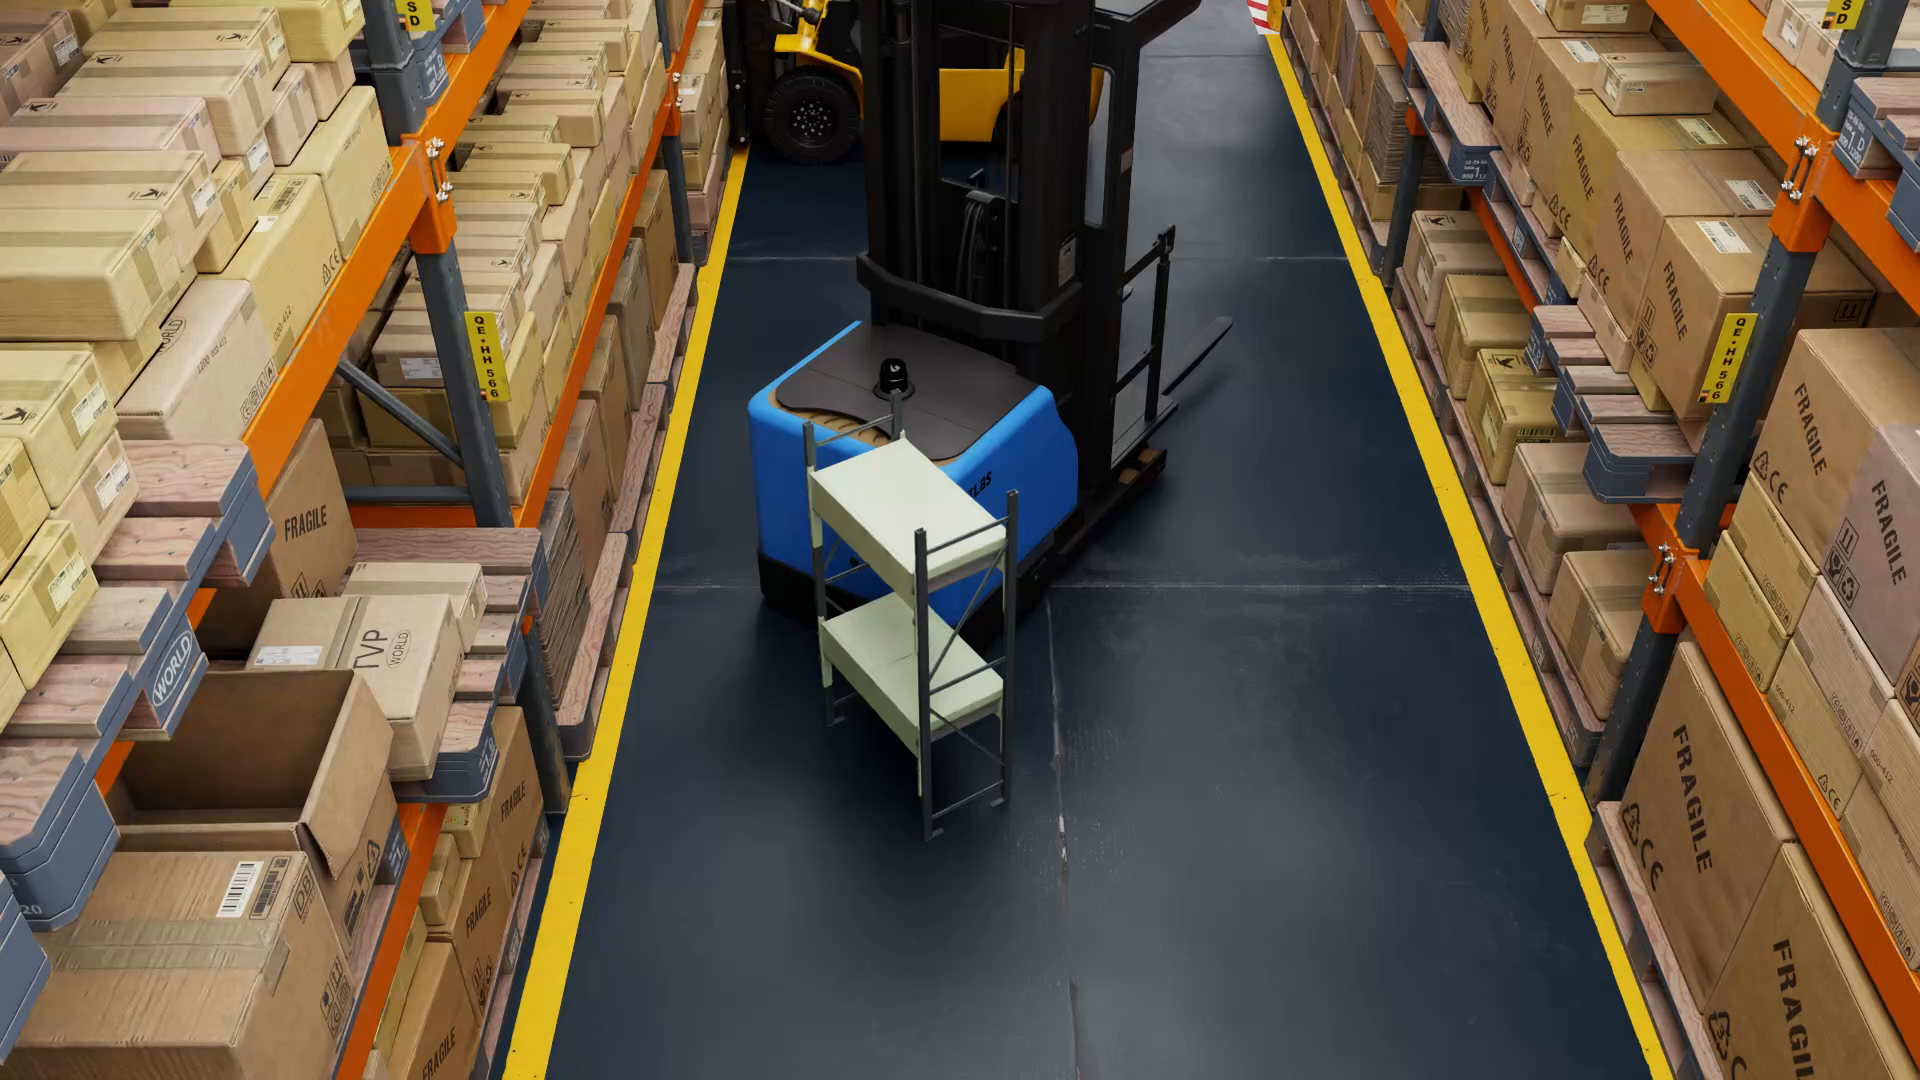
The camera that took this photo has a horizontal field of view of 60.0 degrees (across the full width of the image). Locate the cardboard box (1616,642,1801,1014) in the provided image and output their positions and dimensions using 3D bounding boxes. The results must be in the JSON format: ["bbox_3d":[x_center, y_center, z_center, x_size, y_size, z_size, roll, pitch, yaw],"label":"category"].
[{"bbox_3d":[2.860,0.947,5.533,0.875,0.875,0.875,0,39,0],"label":"cardboard box"}]

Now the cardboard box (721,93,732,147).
[{"bbox_3d":[-1.728,-2.678,10.556,0.500,0.250,0.500,1,39,1],"label":"cardboard box"}]

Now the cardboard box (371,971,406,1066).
[{"bbox_3d":[-1.824,1.379,4.774,0.380,0.149,0.250,-1,39,-1],"label":"cardboard box"}]

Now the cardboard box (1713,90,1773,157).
[{"bbox_3d":[3.158,-1.409,6.455,0.500,0.500,0.500,1,39,1],"label":"cardboard box"}]

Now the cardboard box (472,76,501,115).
[{"bbox_3d":[-2.302,-1.829,7.354,0.500,0.250,0.500,-1,39,-1],"label":"cardboard box"}]

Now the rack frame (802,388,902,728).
[{"bbox_3d":[-0.383,0.109,6.414,0.400,1.500,0.023,-23,44,-26],"label":"rack frame"}]

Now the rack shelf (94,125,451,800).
[{"bbox_3d":[-2.019,0.217,3.258,1.077,0.370,4.000,0,39,0],"label":"rack shelf"}]

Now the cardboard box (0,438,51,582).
[{"bbox_3d":[-1.649,-0.027,2.534,0.380,0.149,0.250,0,39,0],"label":"cardboard box"}]

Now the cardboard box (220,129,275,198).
[{"bbox_3d":[-1.825,-0.864,3.832,0.380,0.149,0.250,1,39,1],"label":"cardboard box"}]

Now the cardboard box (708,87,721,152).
[{"bbox_3d":[-1.720,-2.549,9.996,0.500,0.250,0.500,0,39,0],"label":"cardboard box"}]

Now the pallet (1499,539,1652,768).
[{"bbox_3d":[2.943,0.449,7.020,1.003,0.211,1.213,0,39,0],"label":"pallet"}]

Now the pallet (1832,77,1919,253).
[{"bbox_3d":[2.996,-0.844,4.157,1.213,0.211,1.003,2,39,2],"label":"pallet"}]

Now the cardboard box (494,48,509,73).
[{"bbox_3d":[-2.272,-2.234,7.540,0.380,0.149,0.250,0,39,0],"label":"cardboard box"}]

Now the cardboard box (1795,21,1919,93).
[{"bbox_3d":[2.732,-1.419,4.925,0.380,0.149,0.250,0,39,0],"label":"cardboard box"}]

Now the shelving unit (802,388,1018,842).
[{"bbox_3d":[-0.179,0.299,6.177,0.431,1.500,0.755,-23,44,-26],"label":"shelving unit"}]

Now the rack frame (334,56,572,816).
[{"bbox_3d":[-2.021,-0.144,5.531,1.000,3.000,0.127,0,39,0],"label":"rack frame"}]

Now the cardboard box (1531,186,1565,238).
[{"bbox_3d":[2.626,-1.390,6.951,0.380,0.149,0.250,-1,39,-1],"label":"cardboard box"}]

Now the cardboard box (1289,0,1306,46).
[{"bbox_3d":[2.657,-3.739,11.880,0.500,0.250,0.500,0,39,0],"label":"cardboard box"}]

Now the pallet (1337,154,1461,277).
[{"bbox_3d":[2.902,-1.983,10.056,1.003,0.211,1.213,0,39,0],"label":"pallet"}]

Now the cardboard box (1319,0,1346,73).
[{"bbox_3d":[2.655,-3.376,10.828,0.500,0.500,0.500,1,39,1],"label":"cardboard box"}]

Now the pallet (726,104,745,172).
[{"bbox_3d":[-1.989,-2.820,11.100,1.003,0.211,1.213,0,39,0],"label":"pallet"}]

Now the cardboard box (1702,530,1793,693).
[{"bbox_3d":[2.691,0.215,5.203,0.500,0.250,0.500,-1,39,-1],"label":"cardboard box"}]

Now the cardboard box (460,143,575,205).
[{"bbox_3d":[-1.739,-1.443,6.553,0.380,0.149,0.250,1,39,1],"label":"cardboard box"}]

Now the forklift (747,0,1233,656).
[{"bbox_3d":[0.347,-1.472,7.244,1.130,2.935,3.031,22,44,25],"label":"forklift"}]

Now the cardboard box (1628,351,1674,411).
[{"bbox_3d":[2.634,-0.588,5.951,0.380,0.149,0.250,1,39,1],"label":"cardboard box"}]

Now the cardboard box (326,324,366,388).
[{"bbox_3d":[-2.224,-0.640,5.551,0.380,0.149,0.250,1,39,1],"label":"cardboard box"}]

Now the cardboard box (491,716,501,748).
[{"bbox_3d":[-1.767,0.723,5.594,0.380,0.149,0.250,-2,39,-2],"label":"cardboard box"}]

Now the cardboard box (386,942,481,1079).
[{"bbox_3d":[-1.813,1.572,5.053,0.500,0.500,0.500,2,39,2],"label":"cardboard box"}]

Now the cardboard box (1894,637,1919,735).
[{"bbox_3d":[2.694,0.363,4.019,0.500,0.500,0.500,1,39,1],"label":"cardboard box"}]

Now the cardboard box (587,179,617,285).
[{"bbox_3d":[-1.780,-1.324,7.124,0.500,0.250,0.500,1,39,1],"label":"cardboard box"}]

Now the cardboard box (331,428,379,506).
[{"bbox_3d":[-2.278,-0.367,5.929,0.500,0.250,0.500,-1,39,-1],"label":"cardboard box"}]

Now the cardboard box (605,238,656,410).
[{"bbox_3d":[-2.021,-1.071,8.251,0.875,0.625,0.625,0,39,0],"label":"cardboard box"}]

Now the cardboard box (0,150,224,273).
[{"bbox_3d":[-1.726,-0.659,3.339,0.380,0.149,0.250,-1,39,-1],"label":"cardboard box"}]

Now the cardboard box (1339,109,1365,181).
[{"bbox_3d":[2.658,-2.445,10.265,0.500,0.250,0.500,-1,39,-1],"label":"cardboard box"}]

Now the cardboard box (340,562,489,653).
[{"bbox_3d":[-1.637,0.200,4.966,0.380,0.149,0.250,1,39,1],"label":"cardboard box"}]

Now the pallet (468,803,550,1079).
[{"bbox_3d":[-2.058,1.411,5.821,1.003,0.211,1.213,0,39,0],"label":"pallet"}]

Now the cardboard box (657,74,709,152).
[{"bbox_3d":[-1.713,-2.429,9.446,0.500,0.250,0.500,-1,39,-1],"label":"cardboard box"}]

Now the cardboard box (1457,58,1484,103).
[{"bbox_3d":[2.614,-2.215,7.981,0.380,0.149,0.250,1,39,1],"label":"cardboard box"}]

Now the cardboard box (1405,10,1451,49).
[{"bbox_3d":[2.633,-2.754,8.989,0.380,0.149,0.250,0,39,-1],"label":"cardboard box"}]

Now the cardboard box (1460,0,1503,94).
[{"bbox_3d":[2.653,-2.364,7.647,0.500,0.500,0.500,0,39,0],"label":"cardboard box"}]

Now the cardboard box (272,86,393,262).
[{"bbox_3d":[-1.778,-0.935,4.240,0.500,0.250,0.500,-1,39,-2],"label":"cardboard box"}]

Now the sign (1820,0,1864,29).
[{"bbox_3d":[2.400,-1.523,4.440,0.100,0.325,0.005,0,39,0],"label":"sign"}]

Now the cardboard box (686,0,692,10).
[{"bbox_3d":[-1.783,-3.288,9.374,0.500,0.500,0.500,1,39,1],"label":"cardboard box"}]

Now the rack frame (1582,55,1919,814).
[{"bbox_3d":[2.942,-0.150,5.539,1.000,3.000,0.127,0,39,0],"label":"rack frame"}]

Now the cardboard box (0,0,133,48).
[{"bbox_3d":[-2.297,-1.297,4.135,0.380,0.149,0.250,-1,39,-2],"label":"cardboard box"}]

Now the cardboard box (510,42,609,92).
[{"bbox_3d":[-1.767,-2.082,7.350,0.380,0.149,0.250,-1,39,-1],"label":"cardboard box"}]

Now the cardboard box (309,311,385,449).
[{"bbox_3d":[-2.300,-0.561,5.772,0.500,0.250,0.500,1,39,1],"label":"cardboard box"}]

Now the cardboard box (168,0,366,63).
[{"bbox_3d":[-1.725,-1.313,4.154,0.380,0.149,0.250,1,39,1],"label":"cardboard box"}]

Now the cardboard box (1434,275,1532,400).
[{"bbox_3d":[2.945,-1.012,8.380,0.950,0.372,0.625,2,39,3],"label":"cardboard box"}]

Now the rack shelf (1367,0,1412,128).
[{"bbox_3d":[2.935,-3.621,10.446,1.077,0.370,4.000,0,39,0],"label":"rack shelf"}]

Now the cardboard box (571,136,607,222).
[{"bbox_3d":[-1.785,-1.518,6.966,0.500,0.250,0.500,0,39,1],"label":"cardboard box"}]

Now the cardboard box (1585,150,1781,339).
[{"bbox_3d":[2.652,-1.076,6.041,0.500,0.500,0.500,-1,39,-1],"label":"cardboard box"}]

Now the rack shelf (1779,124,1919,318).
[{"bbox_3d":[2.945,0.211,3.265,1.077,0.370,4.000,0,39,0],"label":"rack shelf"}]

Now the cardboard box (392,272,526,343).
[{"bbox_3d":[-1.729,-0.803,5.754,0.380,0.149,0.250,1,39,1],"label":"cardboard box"}]
